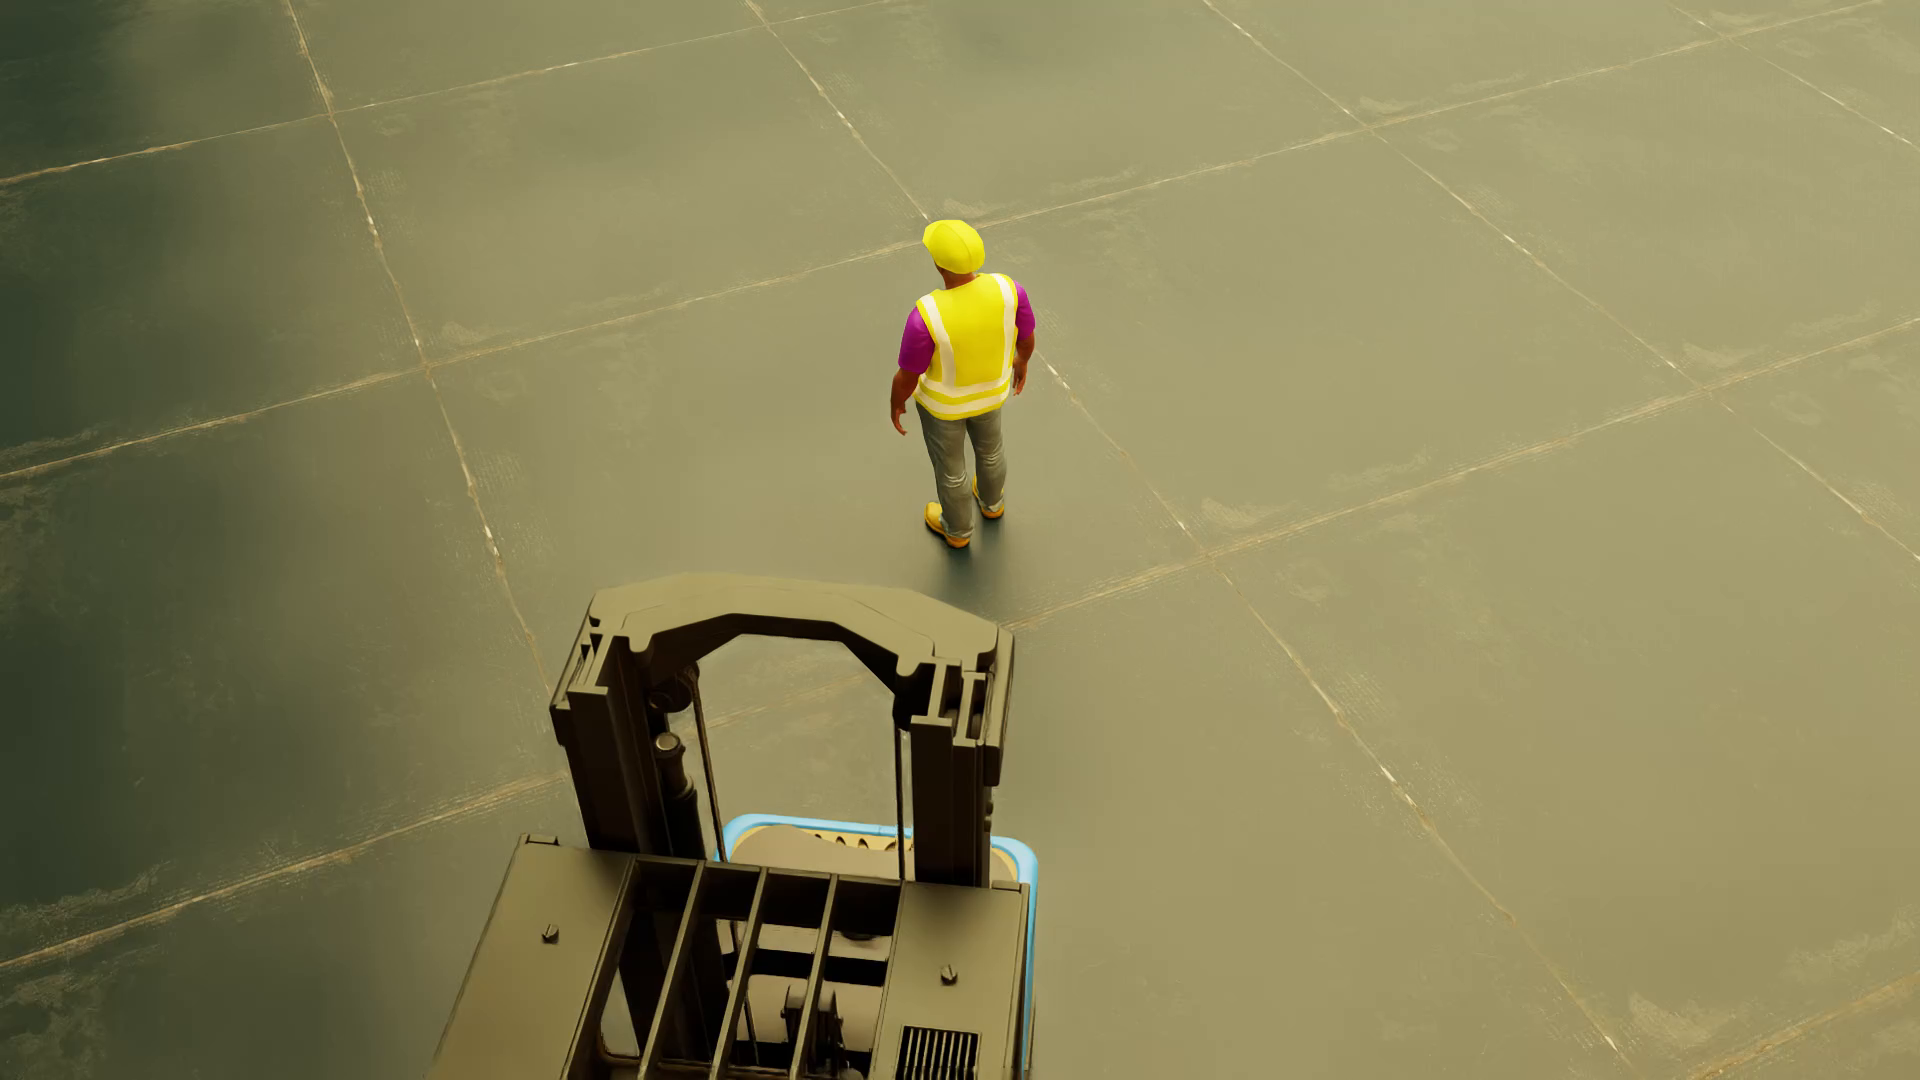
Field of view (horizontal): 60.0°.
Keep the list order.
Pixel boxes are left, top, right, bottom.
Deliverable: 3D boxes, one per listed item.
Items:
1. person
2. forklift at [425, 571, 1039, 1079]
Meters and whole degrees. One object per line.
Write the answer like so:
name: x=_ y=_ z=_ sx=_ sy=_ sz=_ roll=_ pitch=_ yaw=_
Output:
person: x=-0.024 y=-0.696 z=7.268 sx=0.666 sy=1.765 sz=0.577 roll=-18 pitch=46 yaw=-18
forklift: x=-0.428 y=1.621 z=3.944 sx=1.130 sy=2.935 sz=3.031 roll=5 pitch=43 yaw=5
